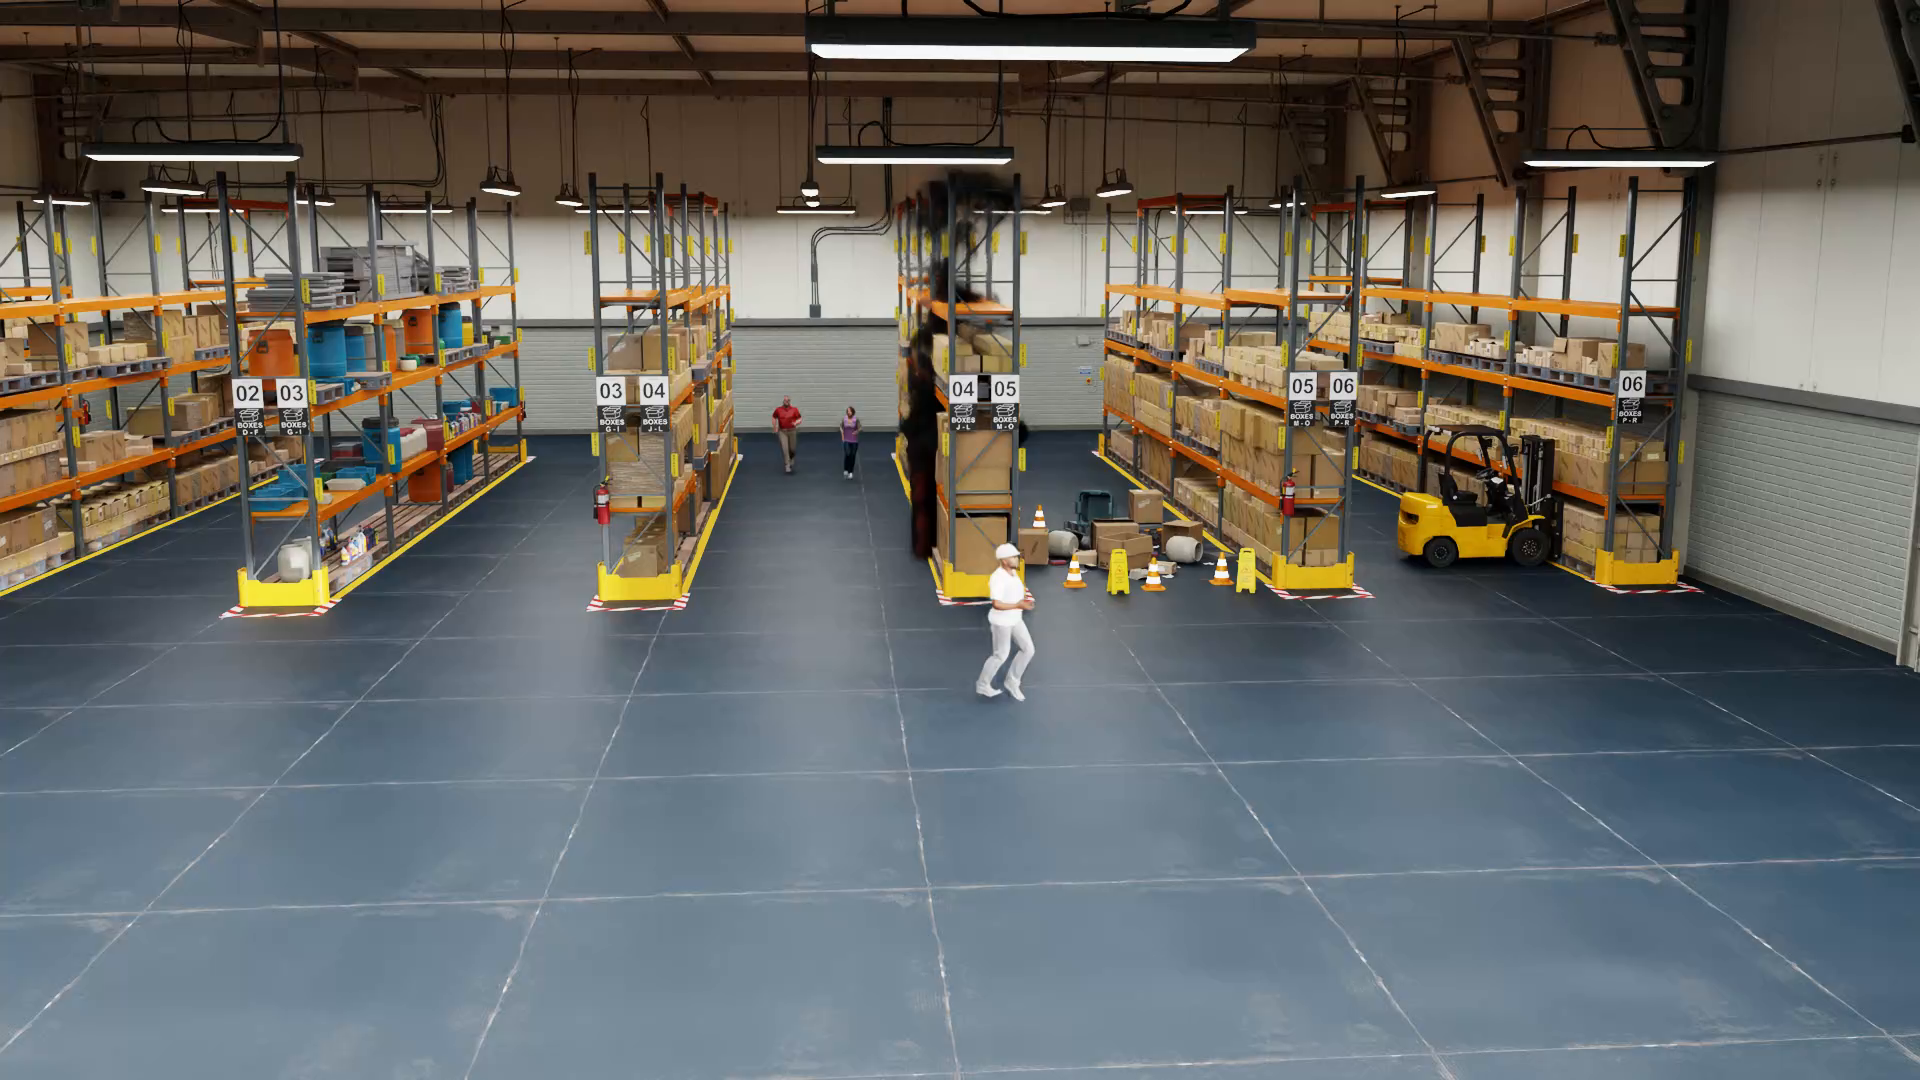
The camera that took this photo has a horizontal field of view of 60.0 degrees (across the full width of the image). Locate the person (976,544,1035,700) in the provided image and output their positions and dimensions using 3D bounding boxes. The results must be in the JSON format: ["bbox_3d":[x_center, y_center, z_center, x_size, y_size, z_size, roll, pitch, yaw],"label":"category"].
[{"bbox_3d":[0.537,0.934,18.435,0.750,1.802,0.651,5,11,26],"label":"person"}]

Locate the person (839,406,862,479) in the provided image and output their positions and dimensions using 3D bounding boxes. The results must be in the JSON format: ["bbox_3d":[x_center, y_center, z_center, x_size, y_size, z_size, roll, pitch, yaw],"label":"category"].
[{"bbox_3d":[-2.370,-2.115,36.111,0.512,1.578,0.631,0,10,-3],"label":"person"}]

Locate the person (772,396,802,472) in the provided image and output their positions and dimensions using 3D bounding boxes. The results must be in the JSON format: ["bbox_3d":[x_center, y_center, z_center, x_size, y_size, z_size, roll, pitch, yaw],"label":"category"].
[{"bbox_3d":[-3.884,-2.400,37.373,0.667,1.695,0.808,-1,10,-8],"label":"person"}]
